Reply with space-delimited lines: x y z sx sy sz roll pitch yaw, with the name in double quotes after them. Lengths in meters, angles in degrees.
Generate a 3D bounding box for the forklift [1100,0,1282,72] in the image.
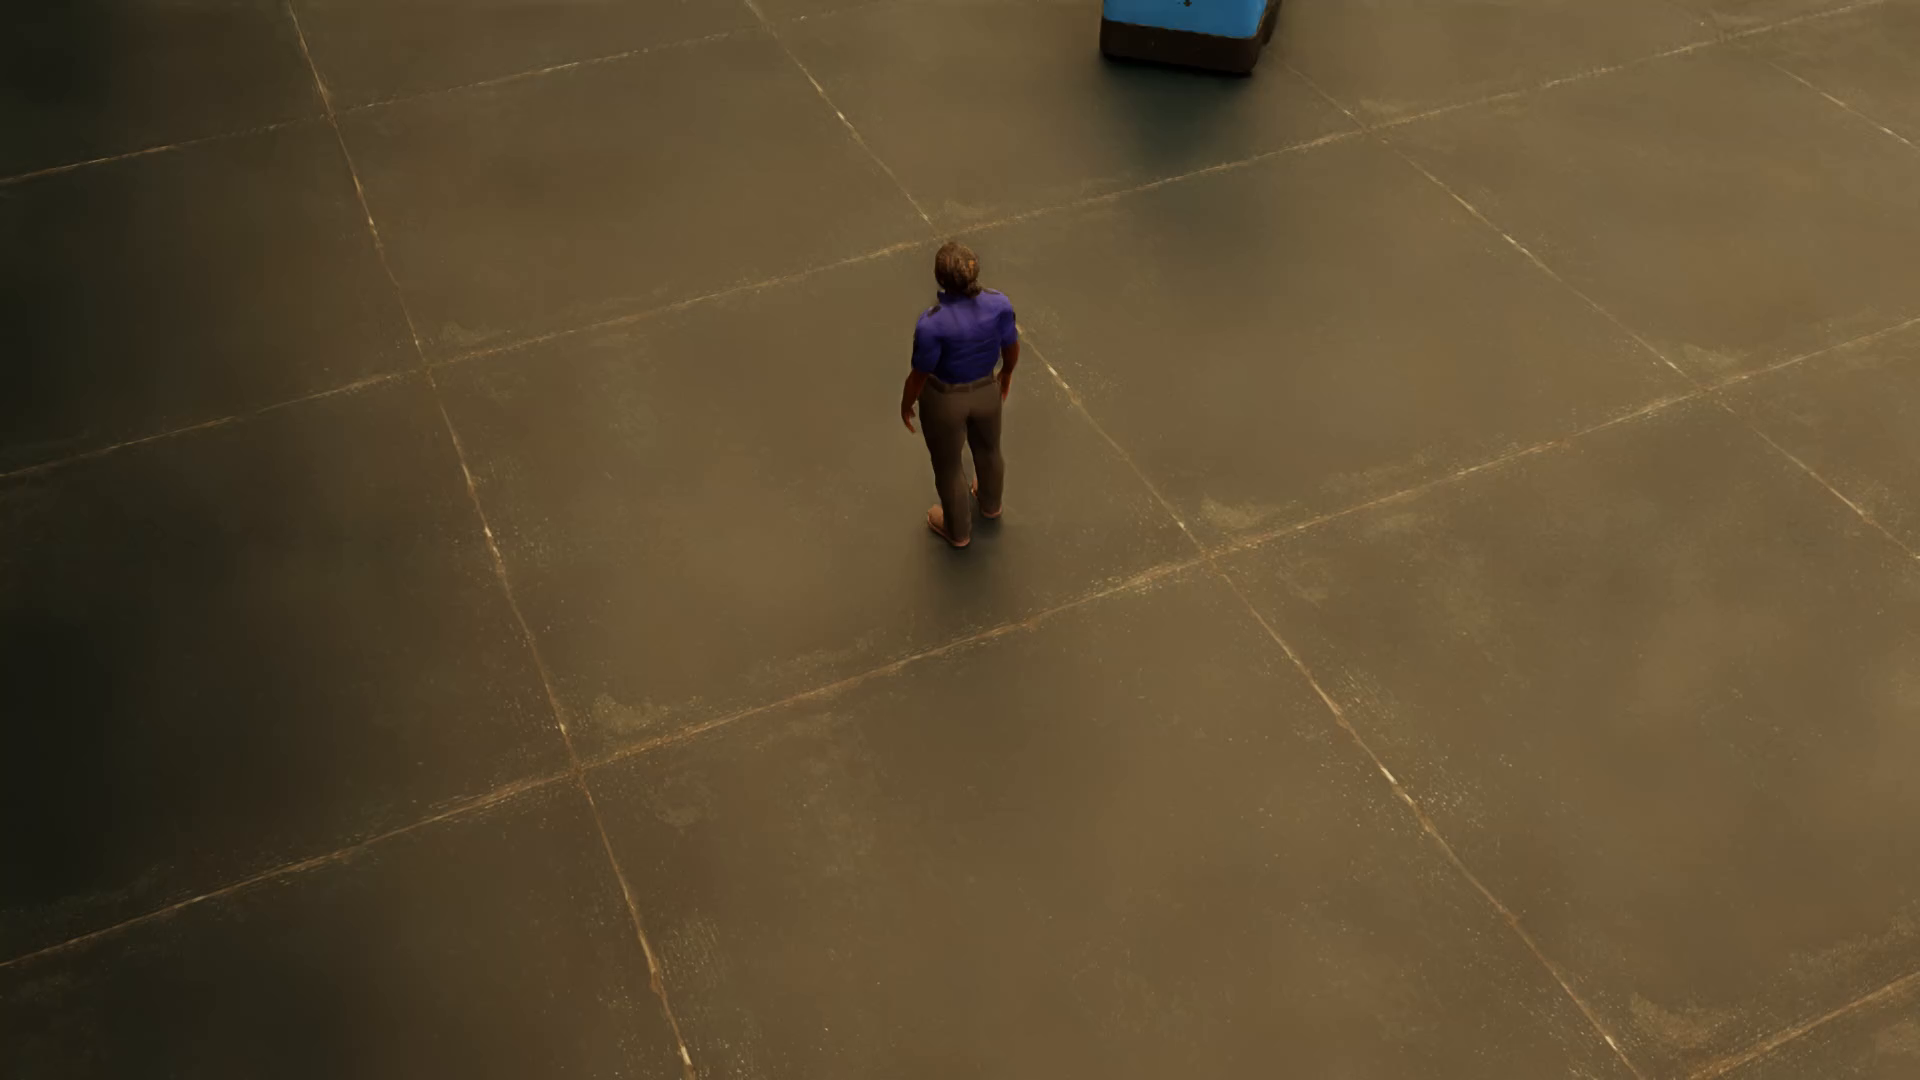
1.865 -5.201 11.253 1.130 2.935 3.031 12 44 12 "forklift"

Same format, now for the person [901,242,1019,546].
-0.019 -0.670 7.323 0.570 1.654 0.503 -18 46 -18 "person"
